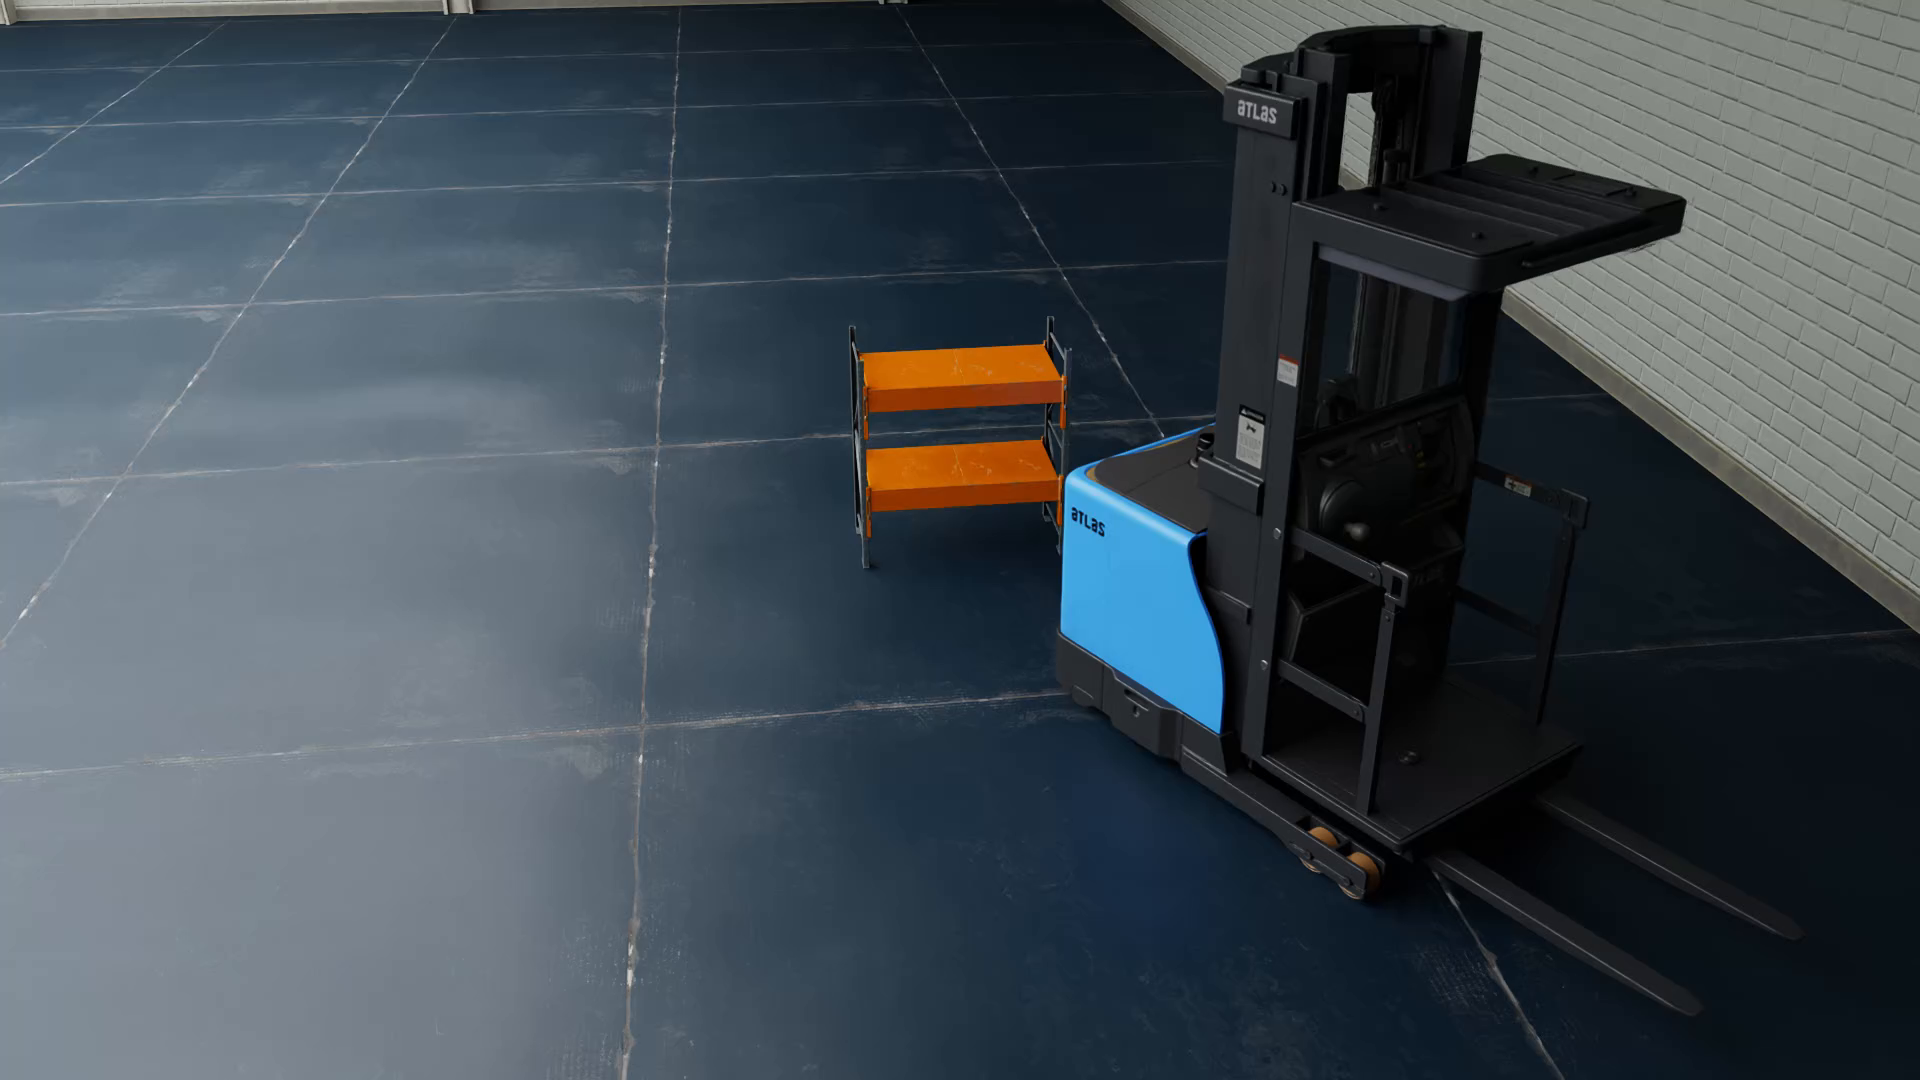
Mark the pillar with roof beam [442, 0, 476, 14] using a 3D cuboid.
[{"bbox_3d":[-6.296,-9.343,17.101,0.400,9.000,9.100,-4,27,-7],"label":"pillar with roof beam"}]

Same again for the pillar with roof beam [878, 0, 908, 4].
[{"bbox_3d":[-0.354,-9.724,17.844,0.400,9.000,9.100,-4,27,-7],"label":"pillar with roof beam"}]

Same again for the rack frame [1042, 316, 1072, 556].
[{"bbox_3d":[0.497,-0.532,8.555,0.032,1.125,0.500,-4,27,-7],"label":"rack frame"}]

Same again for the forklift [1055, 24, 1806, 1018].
[{"bbox_3d":[1.707,-0.231,5.989,1.130,2.935,3.031,-19,33,-32],"label":"forklift"}]

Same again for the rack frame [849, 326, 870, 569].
[{"bbox_3d":[-0.510,-0.468,8.429,0.032,1.125,0.500,-4,27,-7],"label":"rack frame"}]

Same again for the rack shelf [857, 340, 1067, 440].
[{"bbox_3d":[-0.007,-0.760,8.359,1.000,0.278,0.538,-4,27,-7],"label":"rack shelf"}]

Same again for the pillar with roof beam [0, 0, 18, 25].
[{"bbox_3d":[-12.237,-8.961,16.357,0.400,9.000,9.100,-4,27,-7],"label":"pillar with roof beam"}]

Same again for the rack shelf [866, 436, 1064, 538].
[{"bbox_3d":[-0.007,-0.282,8.604,1.000,0.278,0.538,-4,27,-7],"label":"rack shelf"}]

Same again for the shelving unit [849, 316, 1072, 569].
[{"bbox_3d":[-0.007,-0.500,8.492,1.048,1.125,0.538,-4,27,-7],"label":"shelving unit"}]
